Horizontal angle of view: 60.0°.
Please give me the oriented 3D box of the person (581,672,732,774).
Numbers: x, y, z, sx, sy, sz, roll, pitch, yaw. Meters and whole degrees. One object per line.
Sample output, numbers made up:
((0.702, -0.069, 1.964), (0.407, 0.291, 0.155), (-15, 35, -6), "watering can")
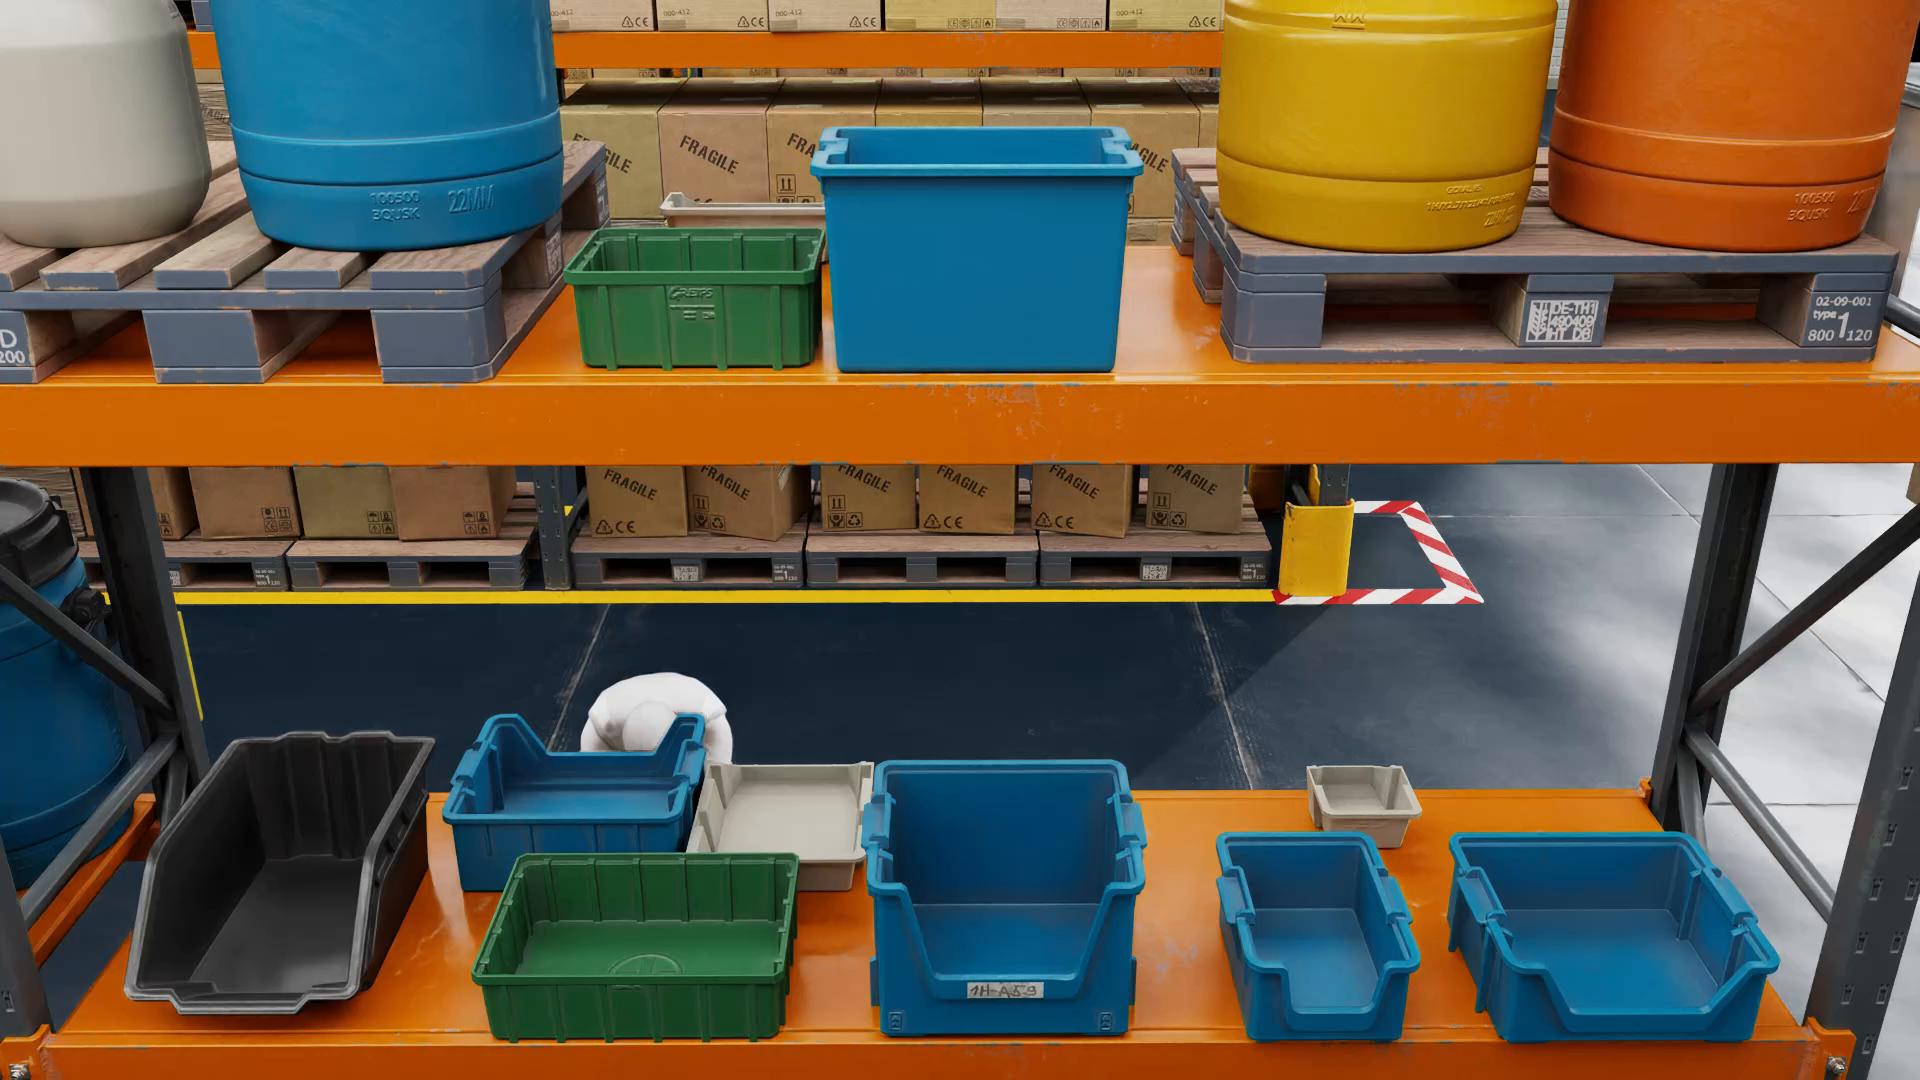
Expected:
((-1.121, 0.850, 6.291), (0.556, 0.898, 0.893), (0, 24, 0), "person")
